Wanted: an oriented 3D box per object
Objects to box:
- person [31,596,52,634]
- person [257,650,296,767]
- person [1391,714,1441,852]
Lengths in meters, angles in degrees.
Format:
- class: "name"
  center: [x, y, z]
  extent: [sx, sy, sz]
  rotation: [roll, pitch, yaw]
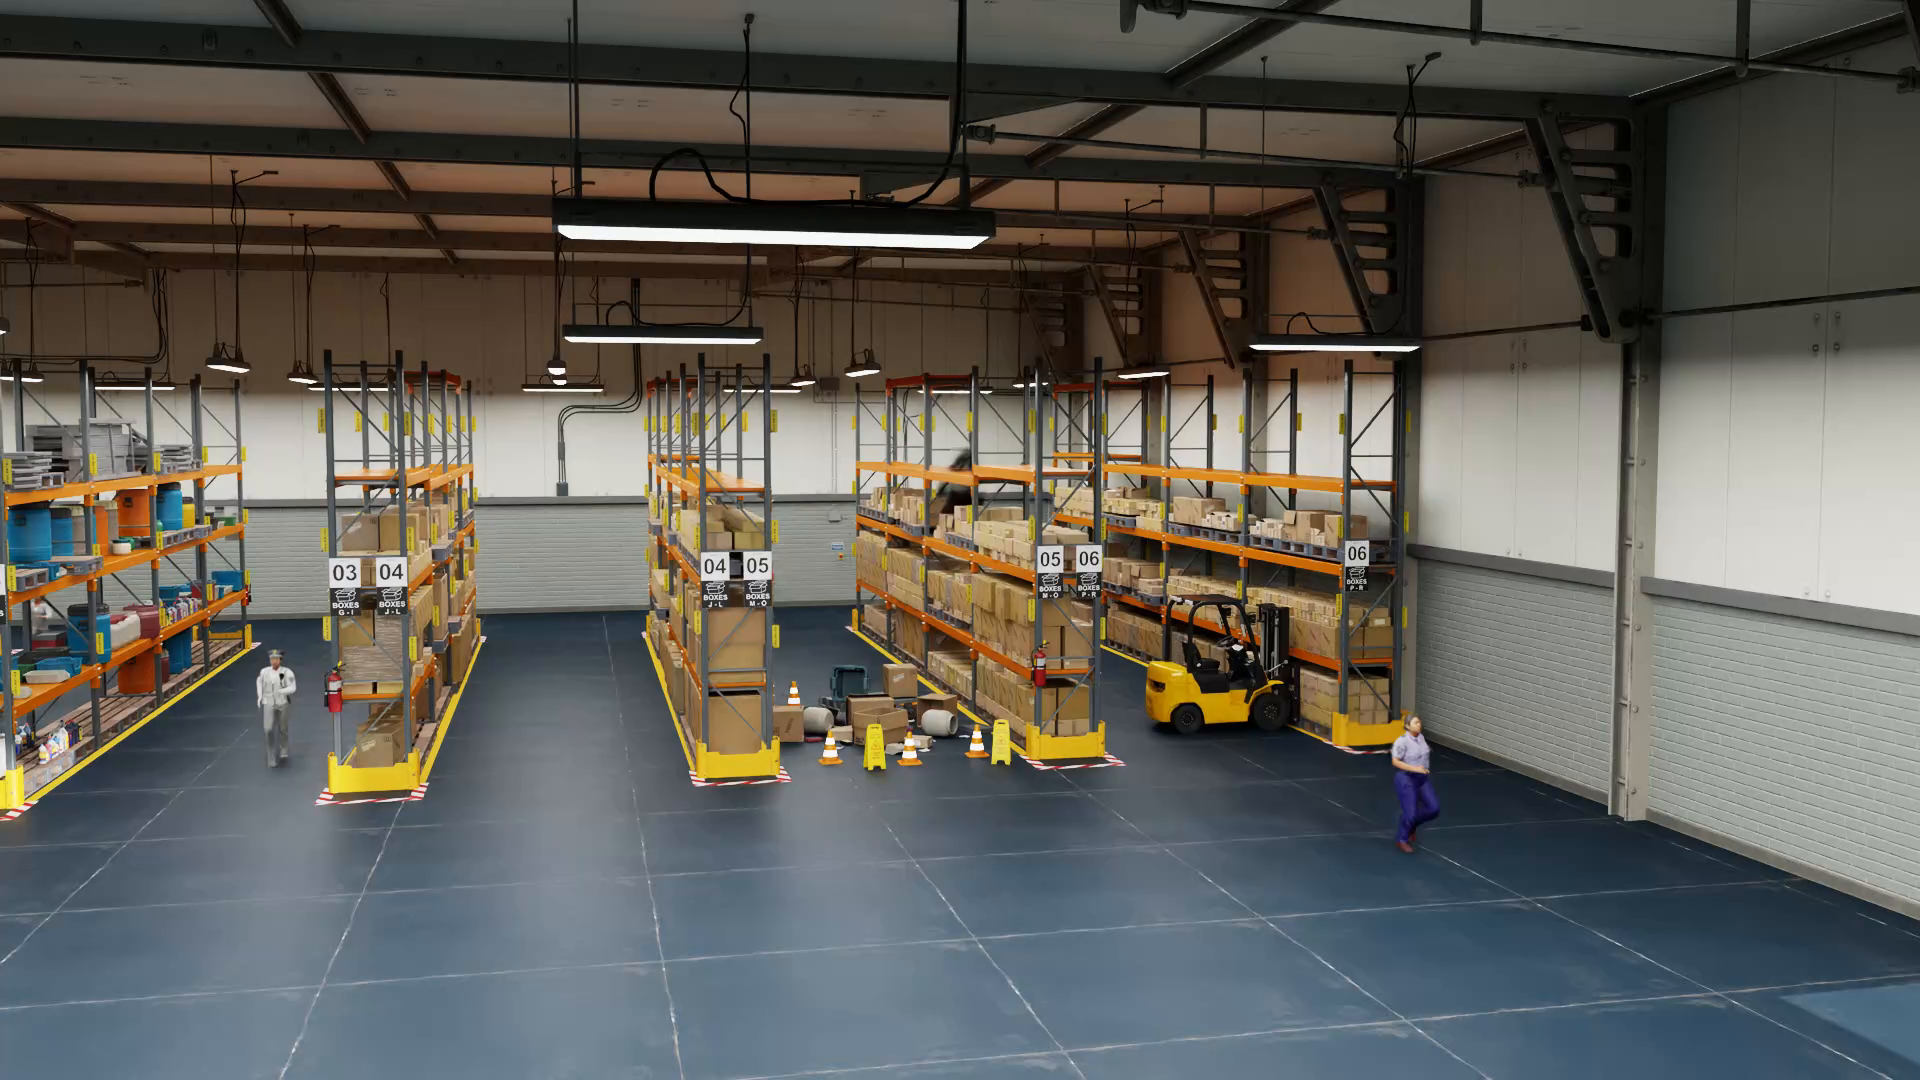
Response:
- class: "person"
  center: [-18.715, 1.833, 33.769]
  extent: [0.527, 1.608, 0.852]
  rotation: [-2, 4, -22]
- class: "person"
  center: [-10.048, 2.462, 24.466]
  extent: [0.560, 1.739, 0.796]
  rotation: [-1, 4, -16]
- class: "person"
  center: [5.336, 2.844, 19.441]
  extent: [0.657, 1.615, 0.512]
  rotation: [-3, 5, -34]
